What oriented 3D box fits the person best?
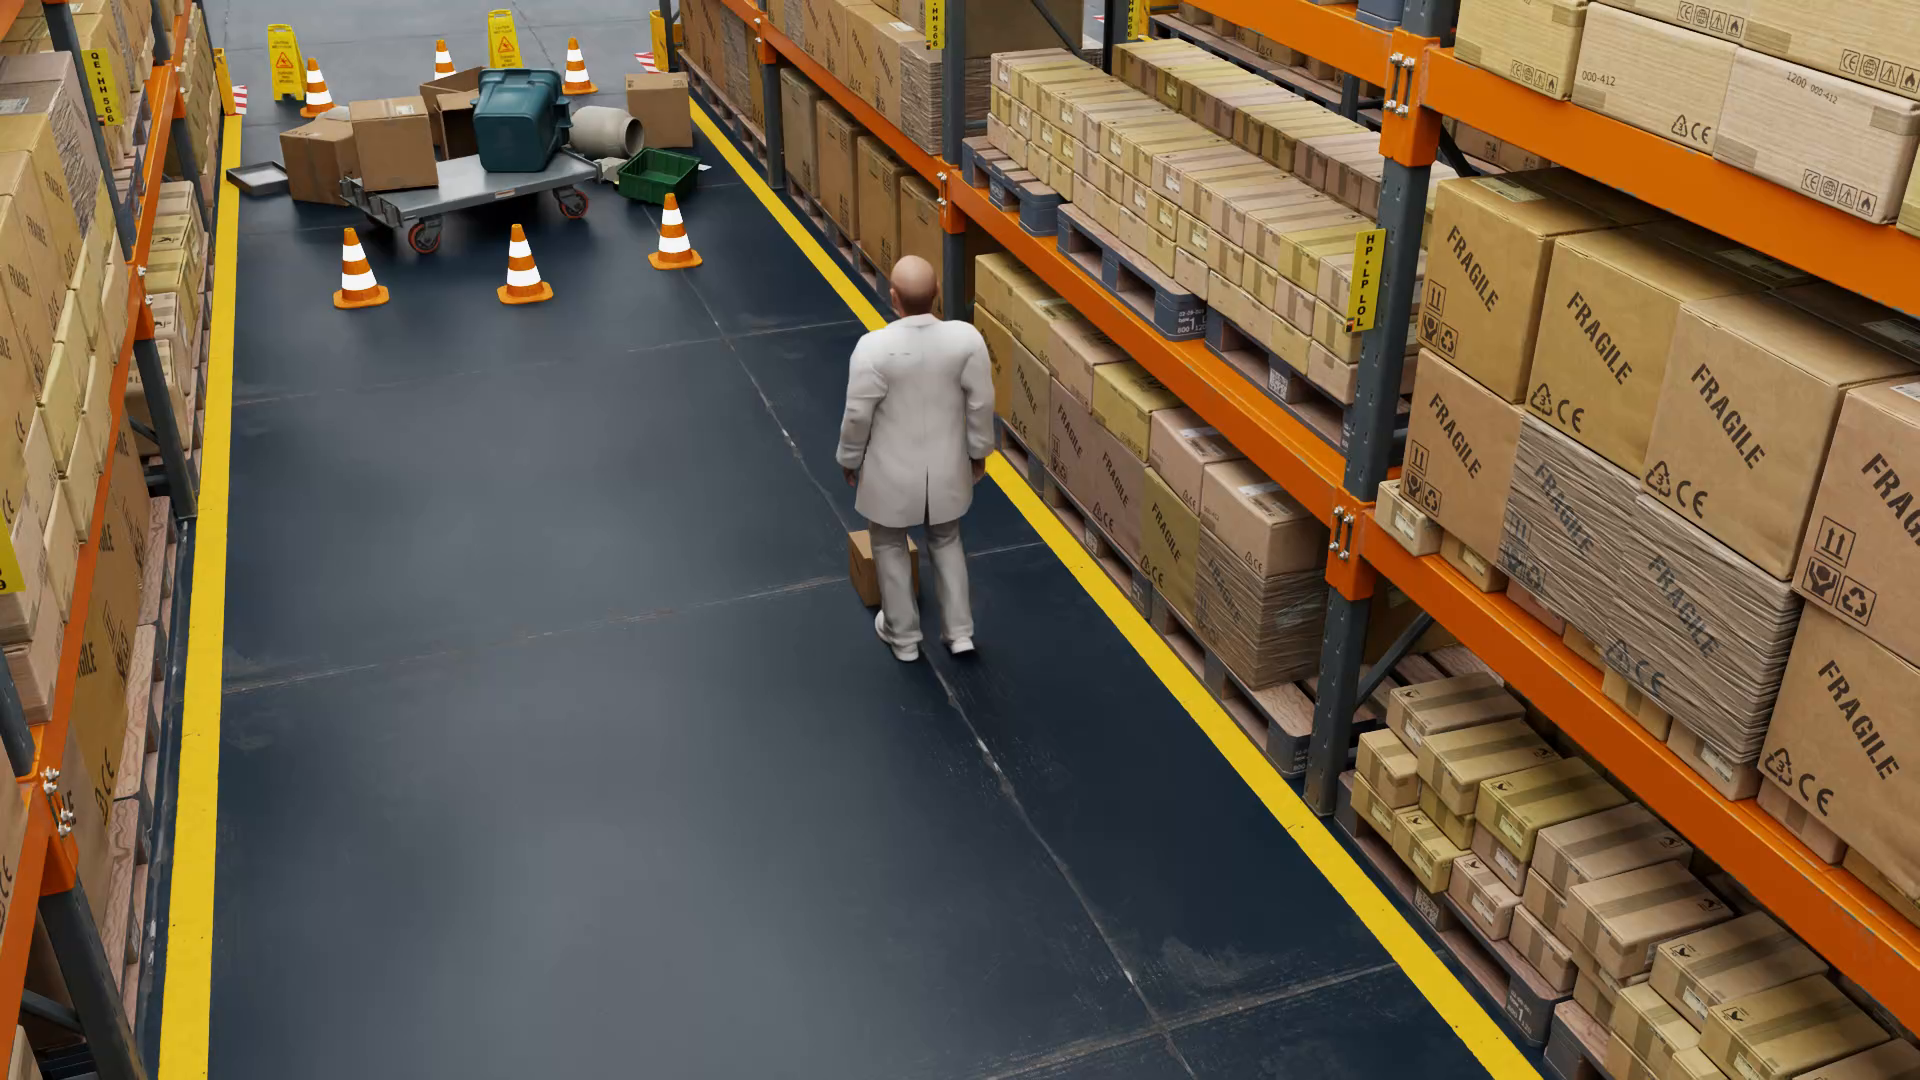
[{"bbox_3d":[-0.181,-0.347,6.736,0.633,1.731,0.430,-9,31,-16],"label":"person"}]
